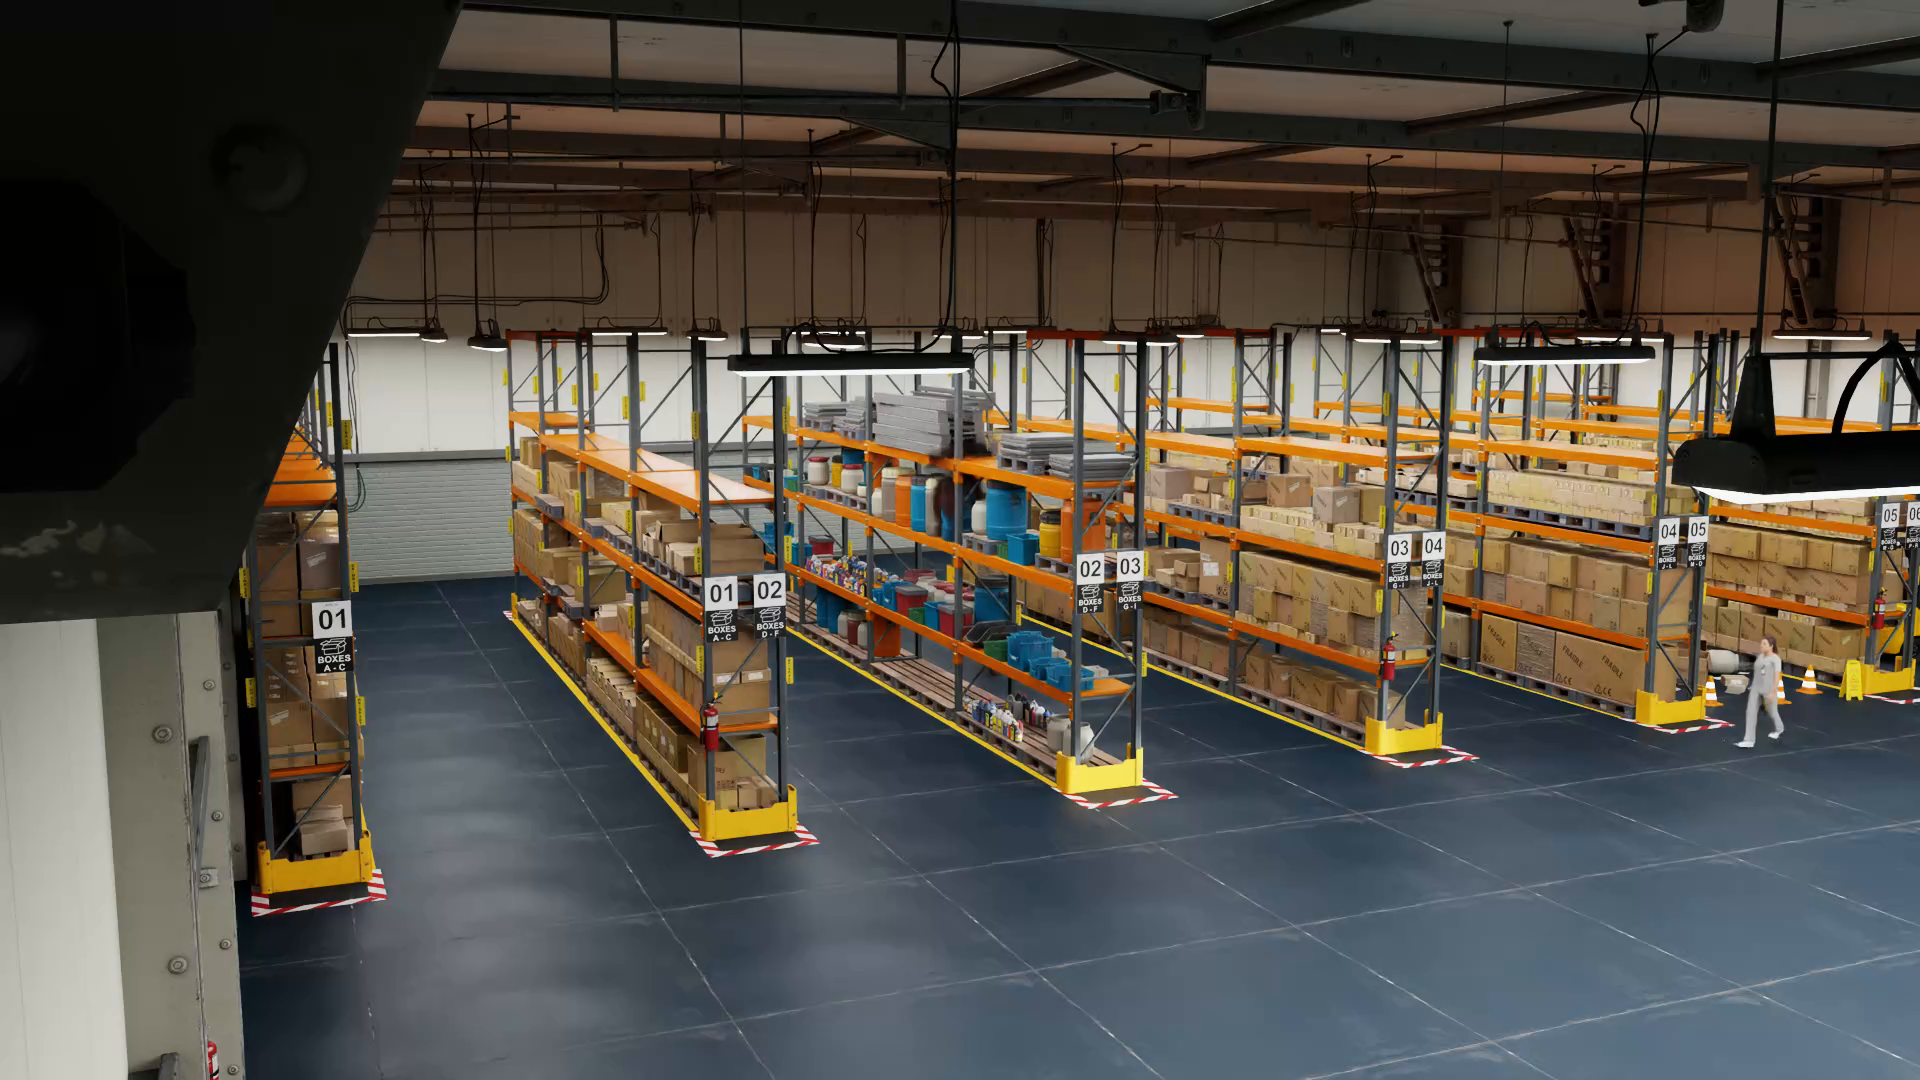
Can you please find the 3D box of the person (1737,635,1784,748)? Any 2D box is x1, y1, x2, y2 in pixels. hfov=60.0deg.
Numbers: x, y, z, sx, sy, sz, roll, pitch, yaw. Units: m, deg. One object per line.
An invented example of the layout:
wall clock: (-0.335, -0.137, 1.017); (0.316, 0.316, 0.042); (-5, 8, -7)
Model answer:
person: (11.826, 2.212, 24.400); (0.426, 1.637, 0.983); (8, 11, 44)

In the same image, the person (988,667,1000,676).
person: (0.567, 1.560, 29.364); (0.490, 1.579, 0.964); (-3, 8, -24)
